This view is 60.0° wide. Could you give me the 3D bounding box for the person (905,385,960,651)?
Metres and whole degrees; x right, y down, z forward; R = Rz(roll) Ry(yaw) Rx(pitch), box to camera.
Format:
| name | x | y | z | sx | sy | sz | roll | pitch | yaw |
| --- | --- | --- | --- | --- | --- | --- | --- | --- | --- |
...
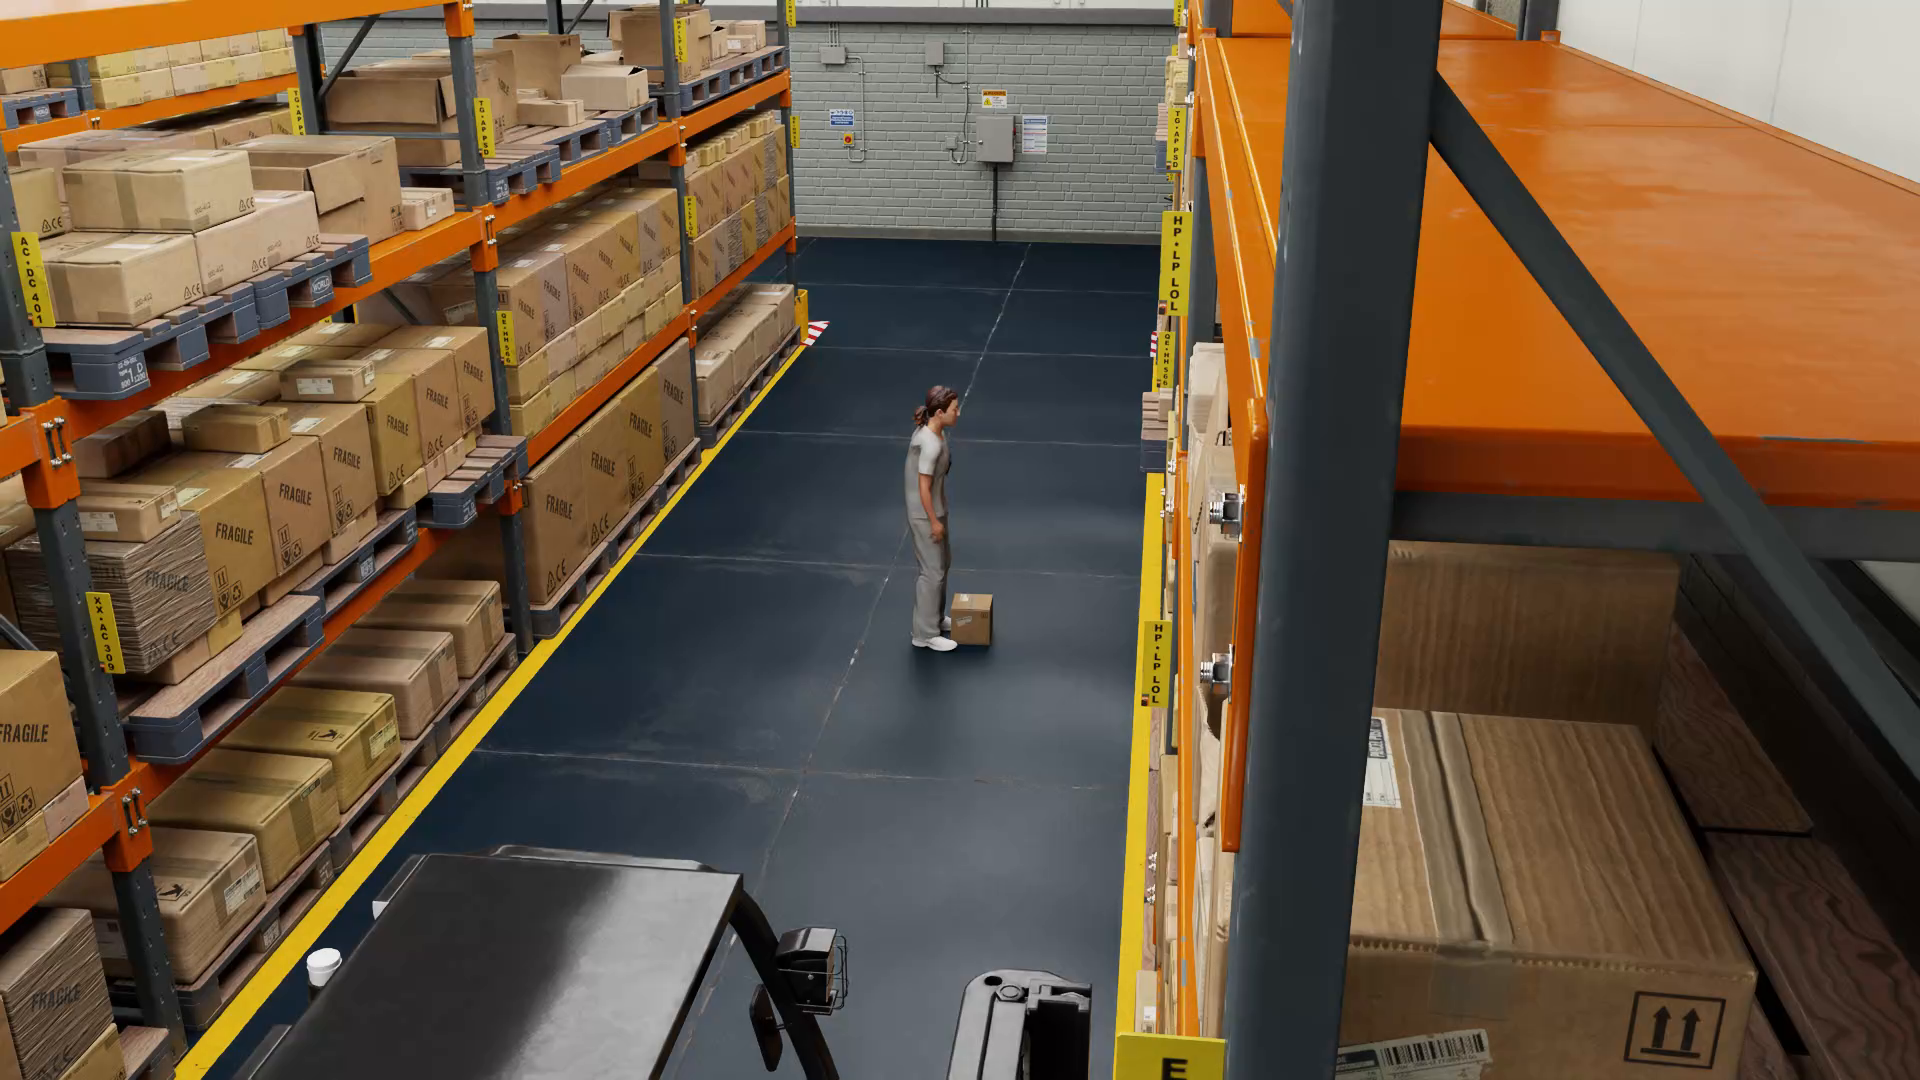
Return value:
| name | x | y | z | sx | sy | sz | roll | pitch | yaw |
| --- | --- | --- | --- | --- | --- | --- | --- | --- | --- |
| person | -0.169 | -0.160 | 10.496 | 0.351 | 1.673 | 0.505 | 2 | 21 | 5 |
